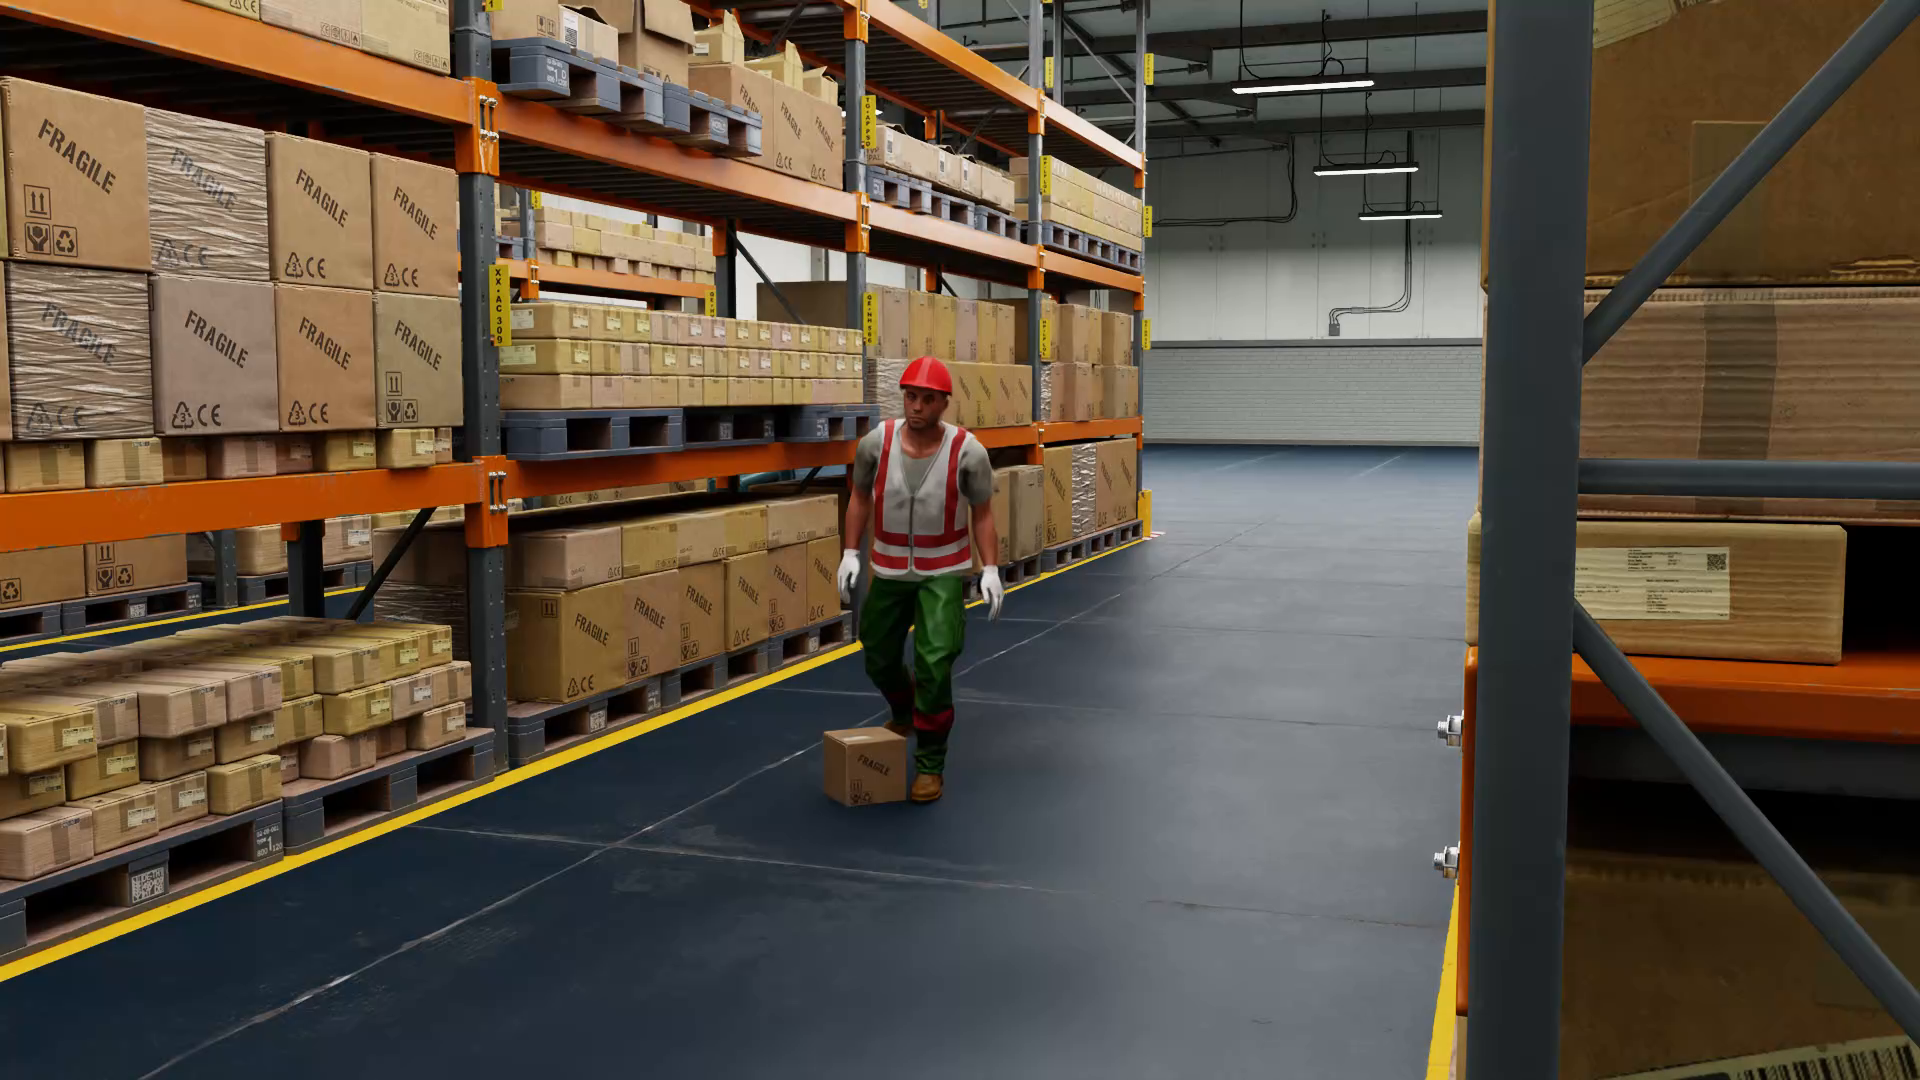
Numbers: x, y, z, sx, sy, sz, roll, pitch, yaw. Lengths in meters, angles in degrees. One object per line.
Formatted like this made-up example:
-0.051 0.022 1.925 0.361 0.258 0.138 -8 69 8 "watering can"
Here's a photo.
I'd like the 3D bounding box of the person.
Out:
-0.139 0.127 6.708 0.682 1.718 0.862 1 5 12 "person"
